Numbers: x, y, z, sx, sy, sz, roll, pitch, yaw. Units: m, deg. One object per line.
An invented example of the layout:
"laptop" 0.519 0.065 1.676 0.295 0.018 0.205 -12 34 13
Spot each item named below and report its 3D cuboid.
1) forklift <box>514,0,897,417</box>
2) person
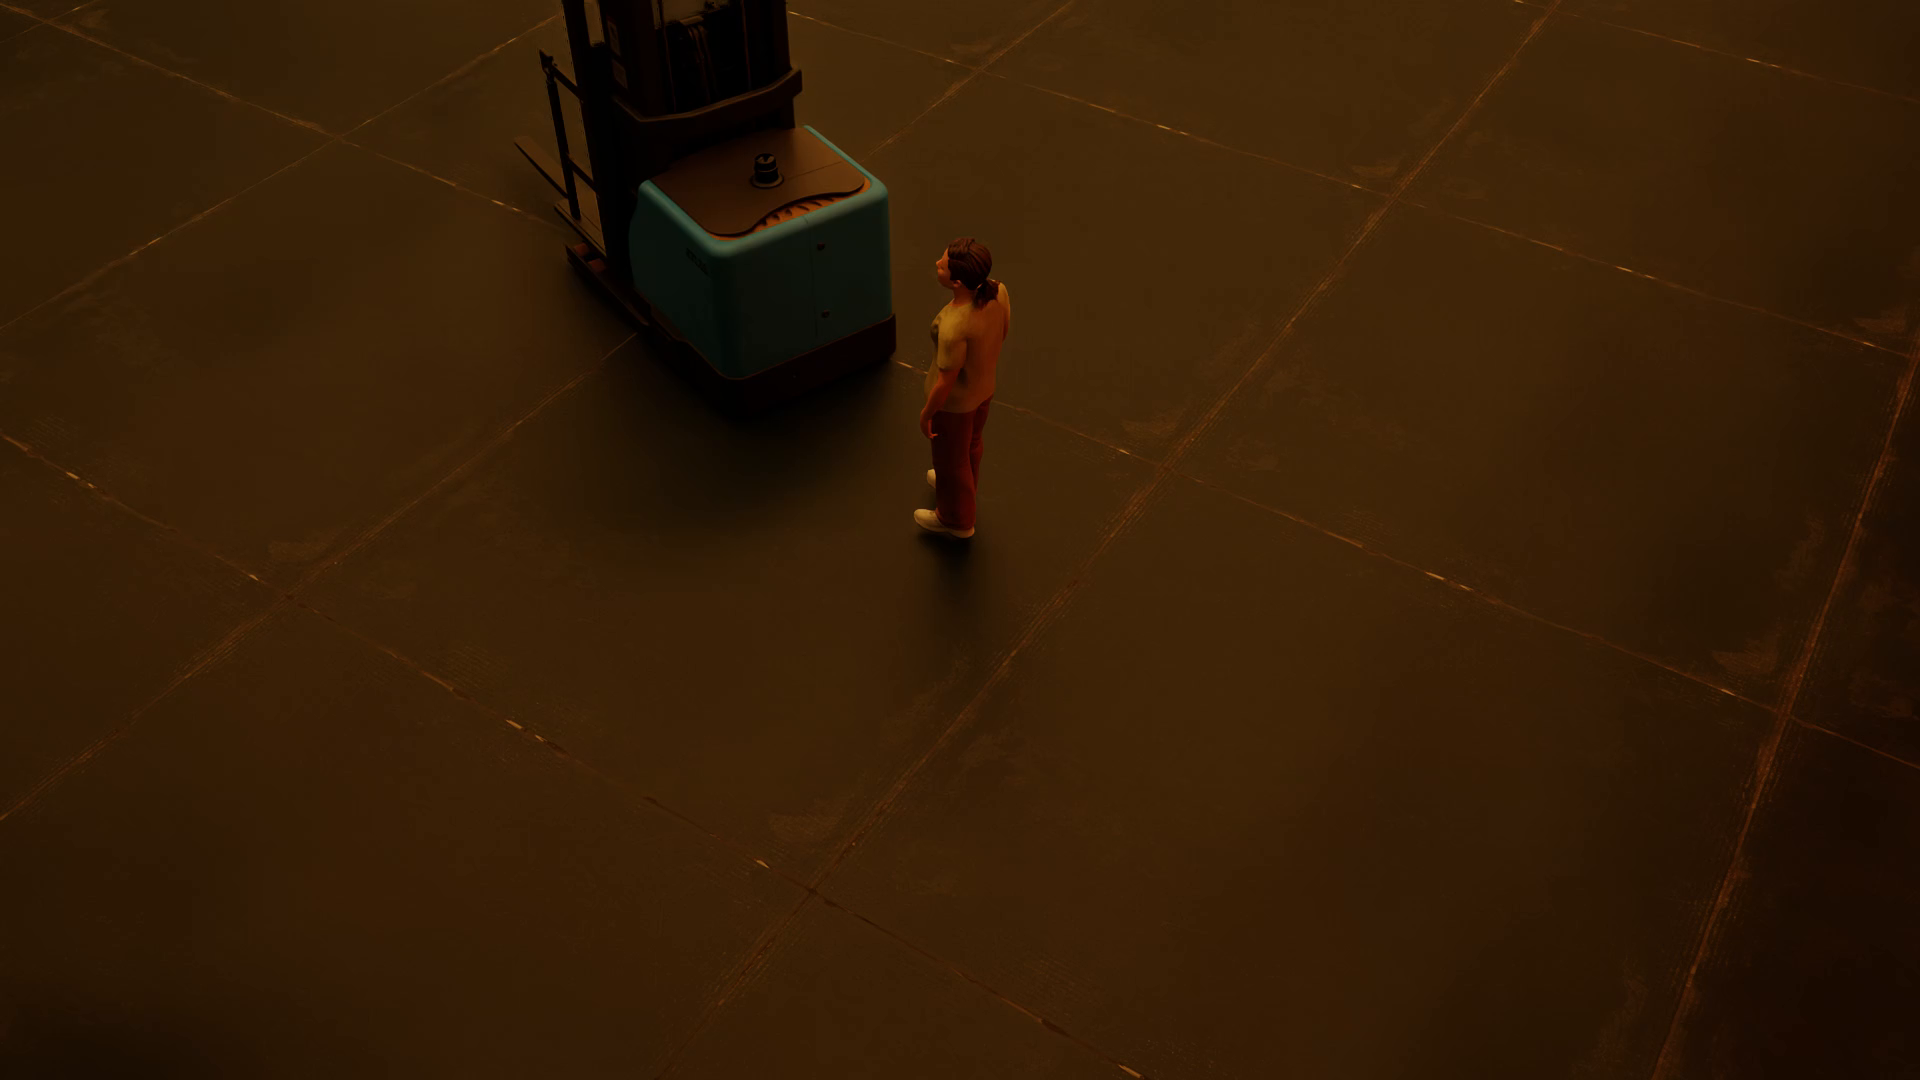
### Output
"forklift" -1.607 -2.673 8.668 1.130 2.935 3.031 -26 49 -25
"person" -0.056 -0.672 7.409 0.548 1.664 0.554 24 48 23
